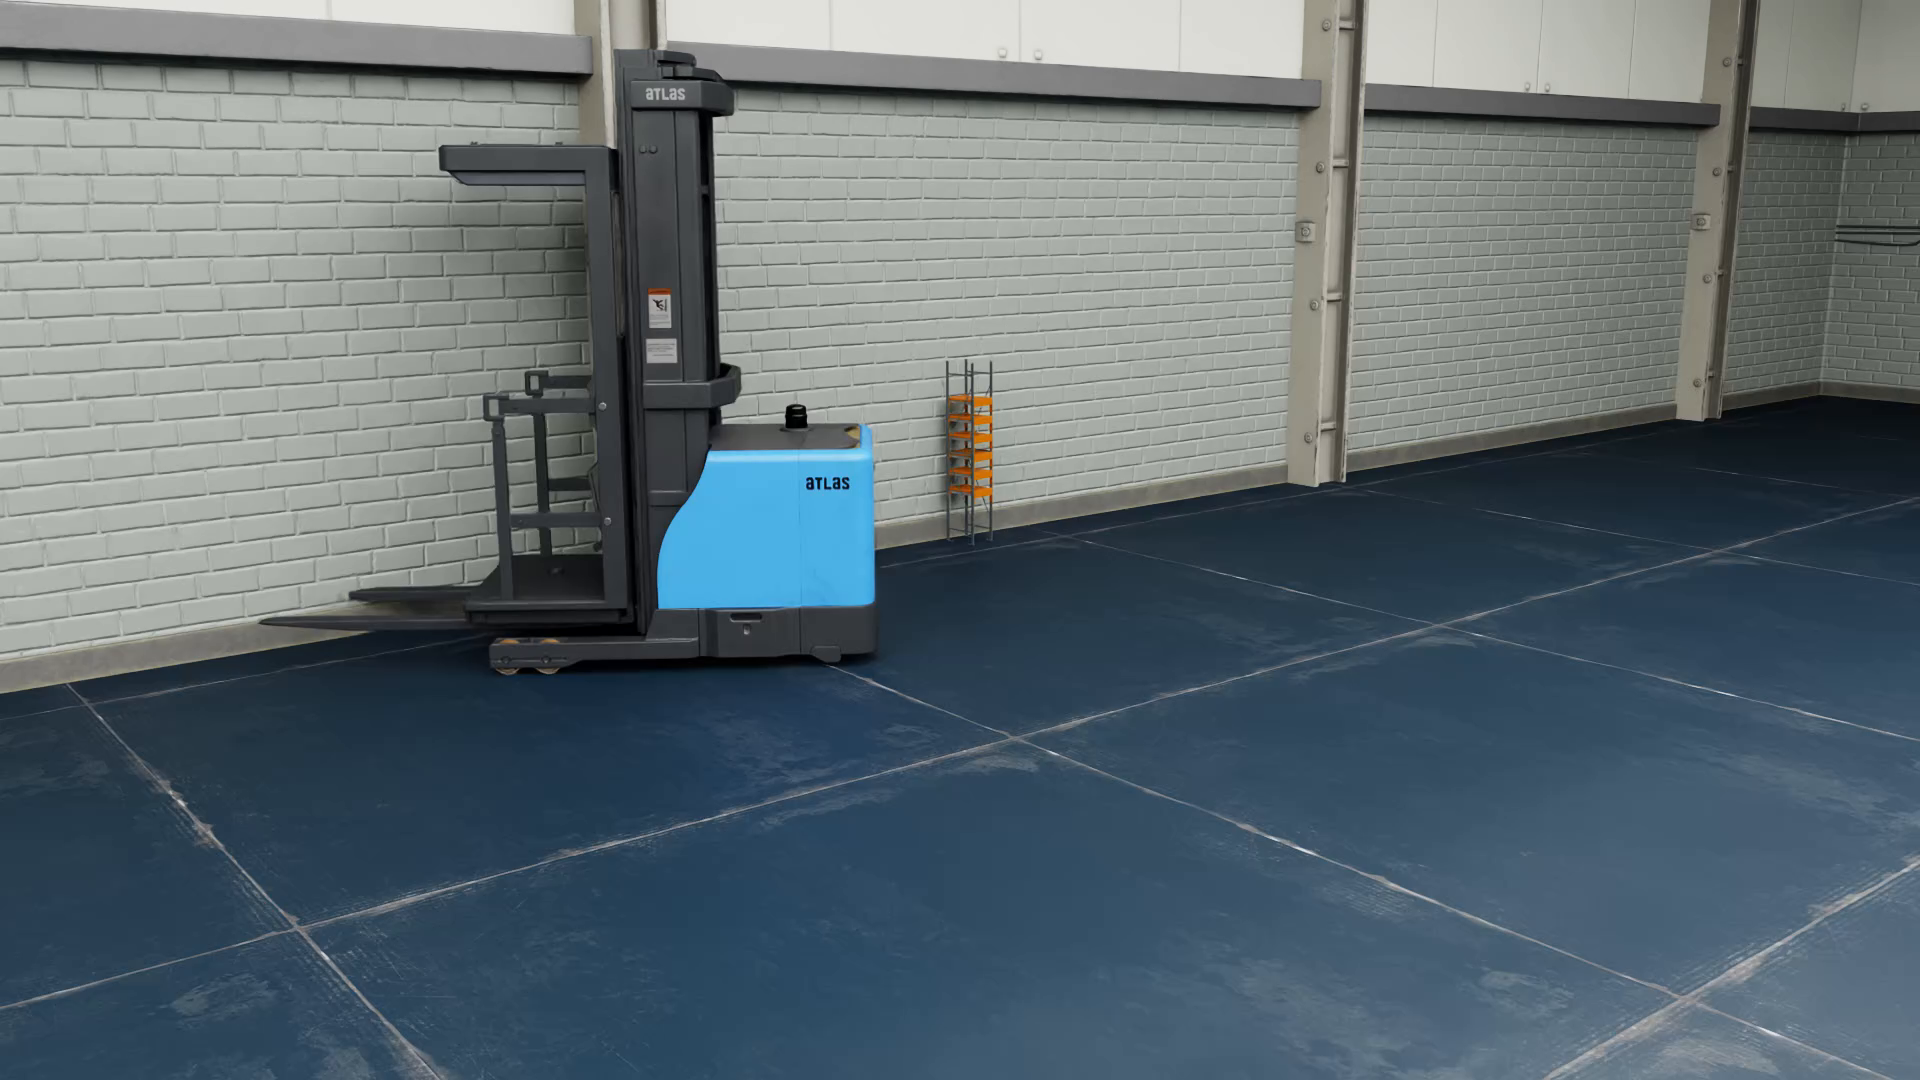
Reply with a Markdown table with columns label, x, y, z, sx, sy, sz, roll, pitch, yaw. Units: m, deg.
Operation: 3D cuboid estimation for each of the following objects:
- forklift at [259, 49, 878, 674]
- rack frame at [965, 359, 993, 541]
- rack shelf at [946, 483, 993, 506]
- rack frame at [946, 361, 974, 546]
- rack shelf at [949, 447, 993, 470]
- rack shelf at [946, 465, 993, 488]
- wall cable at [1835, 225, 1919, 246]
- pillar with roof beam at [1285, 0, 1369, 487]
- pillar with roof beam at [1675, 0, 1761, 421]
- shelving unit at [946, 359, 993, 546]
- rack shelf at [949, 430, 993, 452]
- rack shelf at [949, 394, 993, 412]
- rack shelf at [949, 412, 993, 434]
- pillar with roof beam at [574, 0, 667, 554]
| label | x | y | z | sx | sy | sz | roll | pitch | yaw |
| --- | --- | --- | --- | --- | --- | --- | --- | --- | --- |
| forklift | -1.943 | -0.896 | 8.294 | 3.031 | 2.935 | 1.130 | -1 | 12 | -3 |
| rack frame | 0.124 | -0.595 | 11.040 | 0.240 | 1.200 | 0.006 | 10 | 16 | 41 |
| rack shelf | 0.063 | -0.303 | 11.032 | 0.258 | 0.103 | 0.180 | 10 | 16 | 41 |
| rack frame | 0.000 | -0.567 | 10.907 | 0.240 | 1.200 | 0.006 | 10 | 16 | 41 |
| rack shelf | 0.062 | -0.538 | 10.983 | 0.258 | 0.103 | 0.180 | 10 | 16 | 41 |
| rack shelf | 0.063 | -0.420 | 11.008 | 0.258 | 0.103 | 0.180 | 10 | 16 | 41 |
| wall cable | 10.659 | -4.297 | 17.175 | 0.112 | 2.526 | 3.097 | -9 | 15 | -38 |
| pillar with roof beam | 5.537 | -4.171 | 9.108 | 0.400 | 9.000 | 9.100 | -9 | 15 | -38 |
| pillar with roof beam | 10.222 | -4.950 | 12.774 | 0.400 | 9.000 | 9.100 | -9 | 15 | -38 |
| shelving unit | 0.062 | -0.581 | 10.973 | 0.258 | 1.200 | 0.189 | 10 | 16 | 41 |
| rack shelf | 0.062 | -0.655 | 10.958 | 0.258 | 0.103 | 0.180 | 10 | 16 | 41 |
| rack shelf | 0.061 | -0.890 | 10.908 | 0.258 | 0.103 | 0.180 | 10 | 16 | 41 |
| rack shelf | 0.061 | -0.772 | 10.933 | 0.258 | 0.103 | 0.180 | 10 | 16 | 41 |
| pillar with roof beam | 0.852 | -3.393 | 5.441 | 0.400 | 9.000 | 9.100 | -9 | 15 | -38 |
